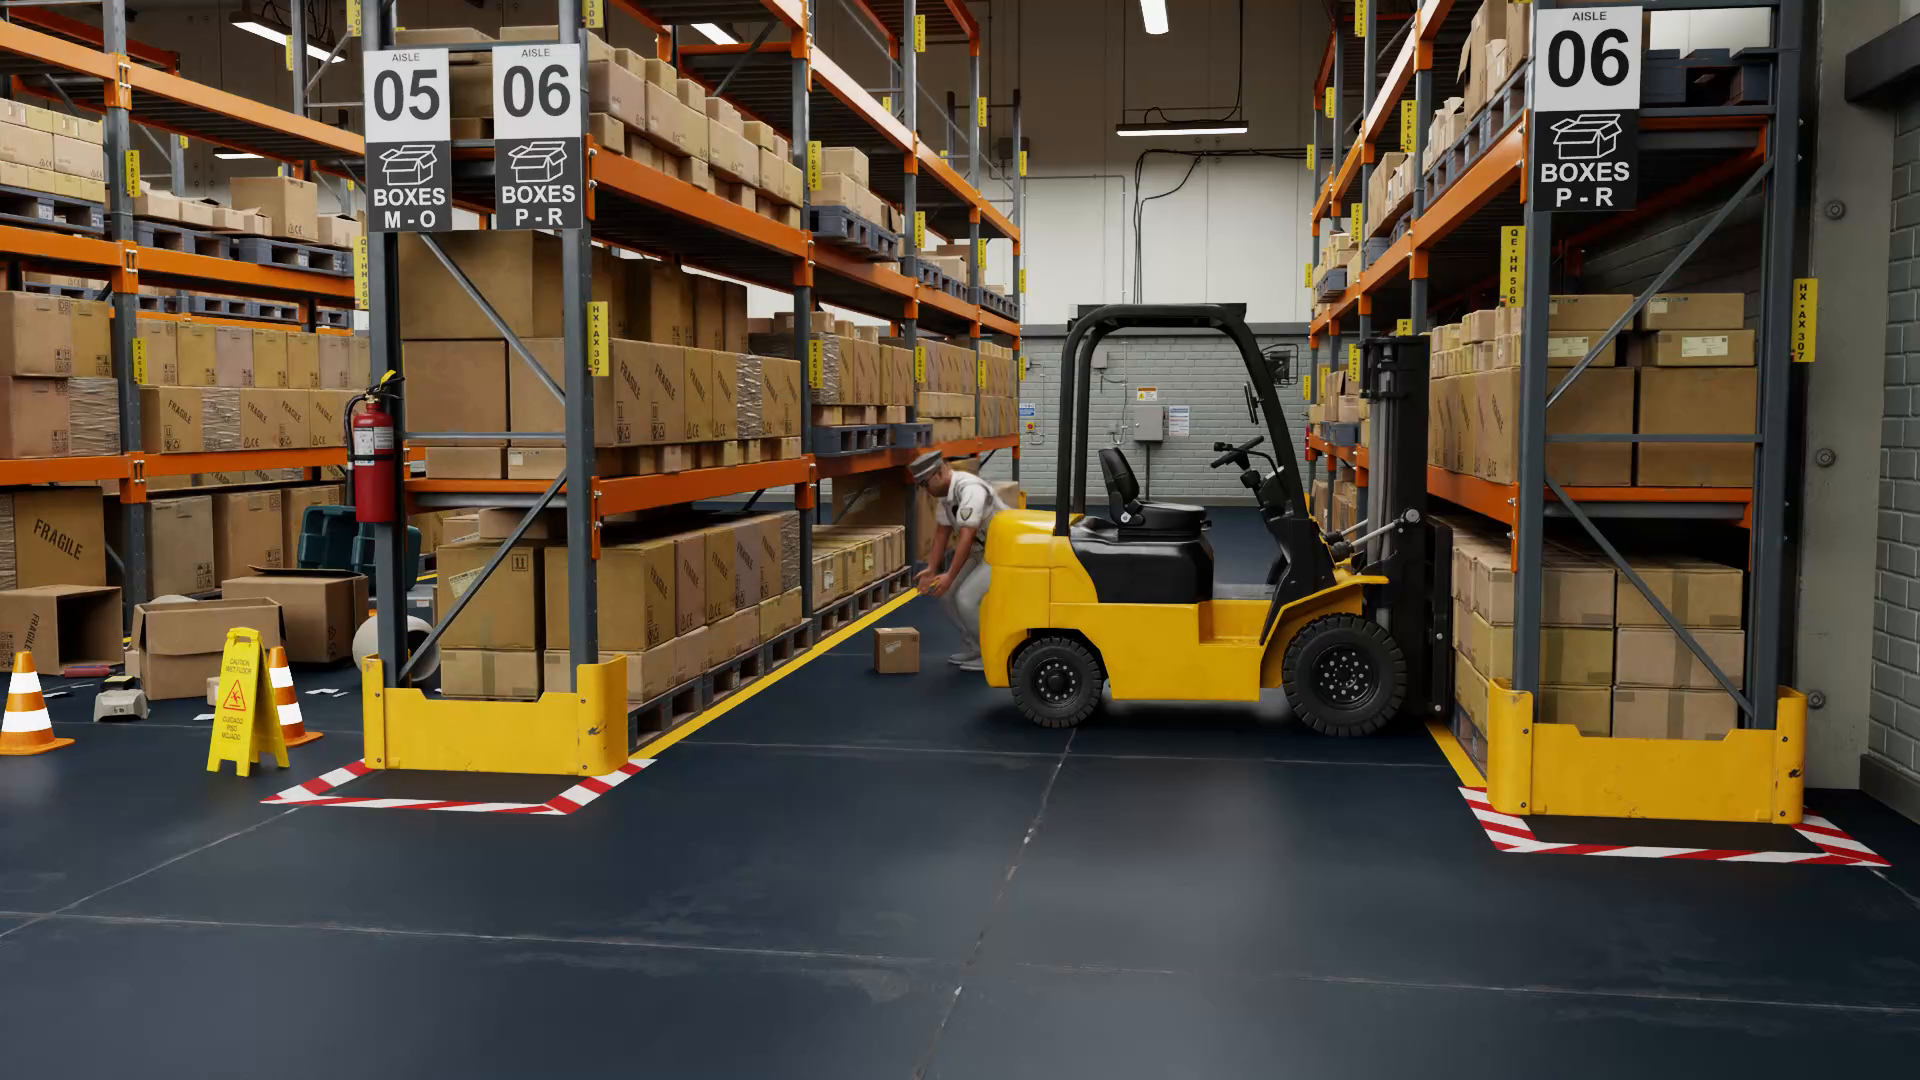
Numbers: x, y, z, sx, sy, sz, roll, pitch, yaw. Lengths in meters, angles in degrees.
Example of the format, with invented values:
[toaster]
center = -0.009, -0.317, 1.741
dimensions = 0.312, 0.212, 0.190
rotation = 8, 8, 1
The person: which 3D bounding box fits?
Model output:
[person]
center = 0.066, 0.123, 10.455
dimensions = 0.826, 1.381, 0.590
rotation = -1, 5, -16
